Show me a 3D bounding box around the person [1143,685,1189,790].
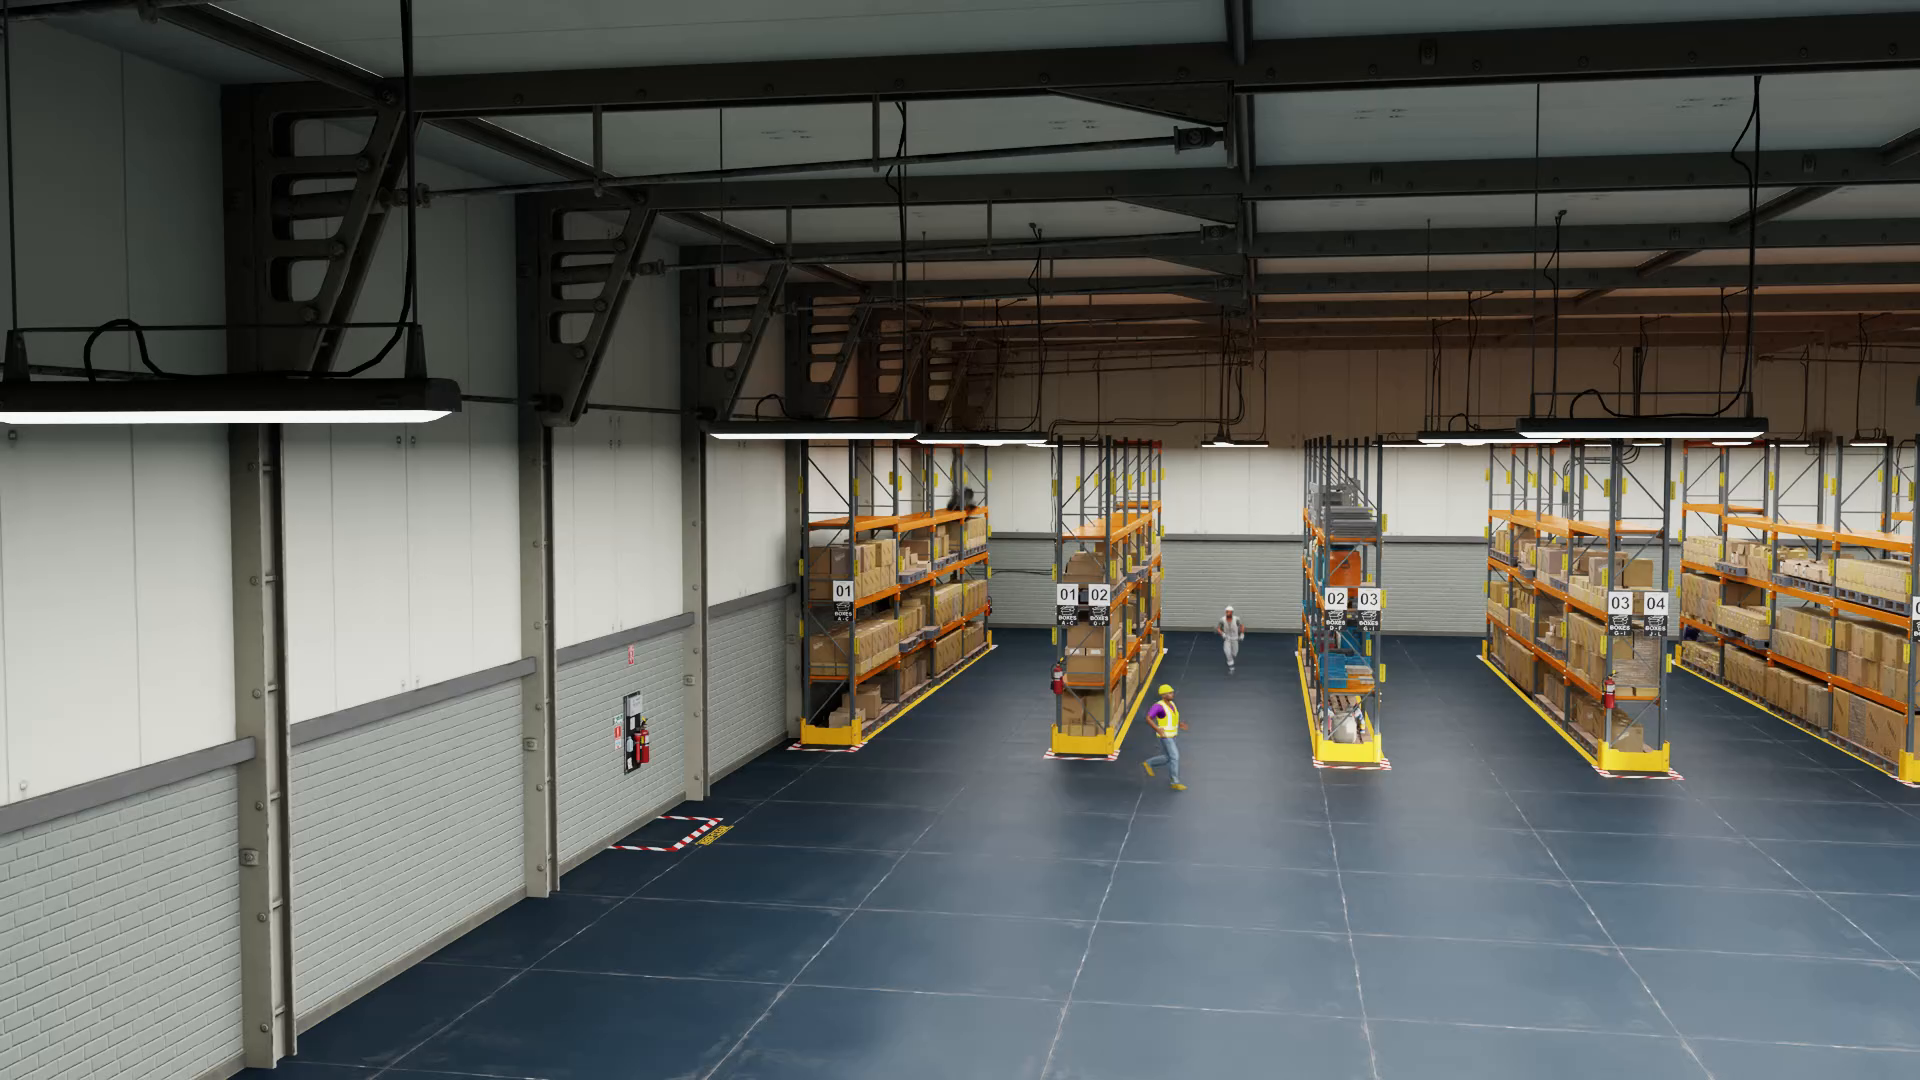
[{"bbox_3d":[3.469,3.333,28.206,0.872,1.758,0.700,2,4,32],"label":"person"}]

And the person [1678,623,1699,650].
[{"bbox_3d":[20.137,2.457,45.778,0.666,1.653,0.681,2,4,37],"label":"person"}]

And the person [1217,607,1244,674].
[{"bbox_3d":[6.944,2.567,42.667,0.701,1.735,0.712,0,3,6],"label":"person"}]
